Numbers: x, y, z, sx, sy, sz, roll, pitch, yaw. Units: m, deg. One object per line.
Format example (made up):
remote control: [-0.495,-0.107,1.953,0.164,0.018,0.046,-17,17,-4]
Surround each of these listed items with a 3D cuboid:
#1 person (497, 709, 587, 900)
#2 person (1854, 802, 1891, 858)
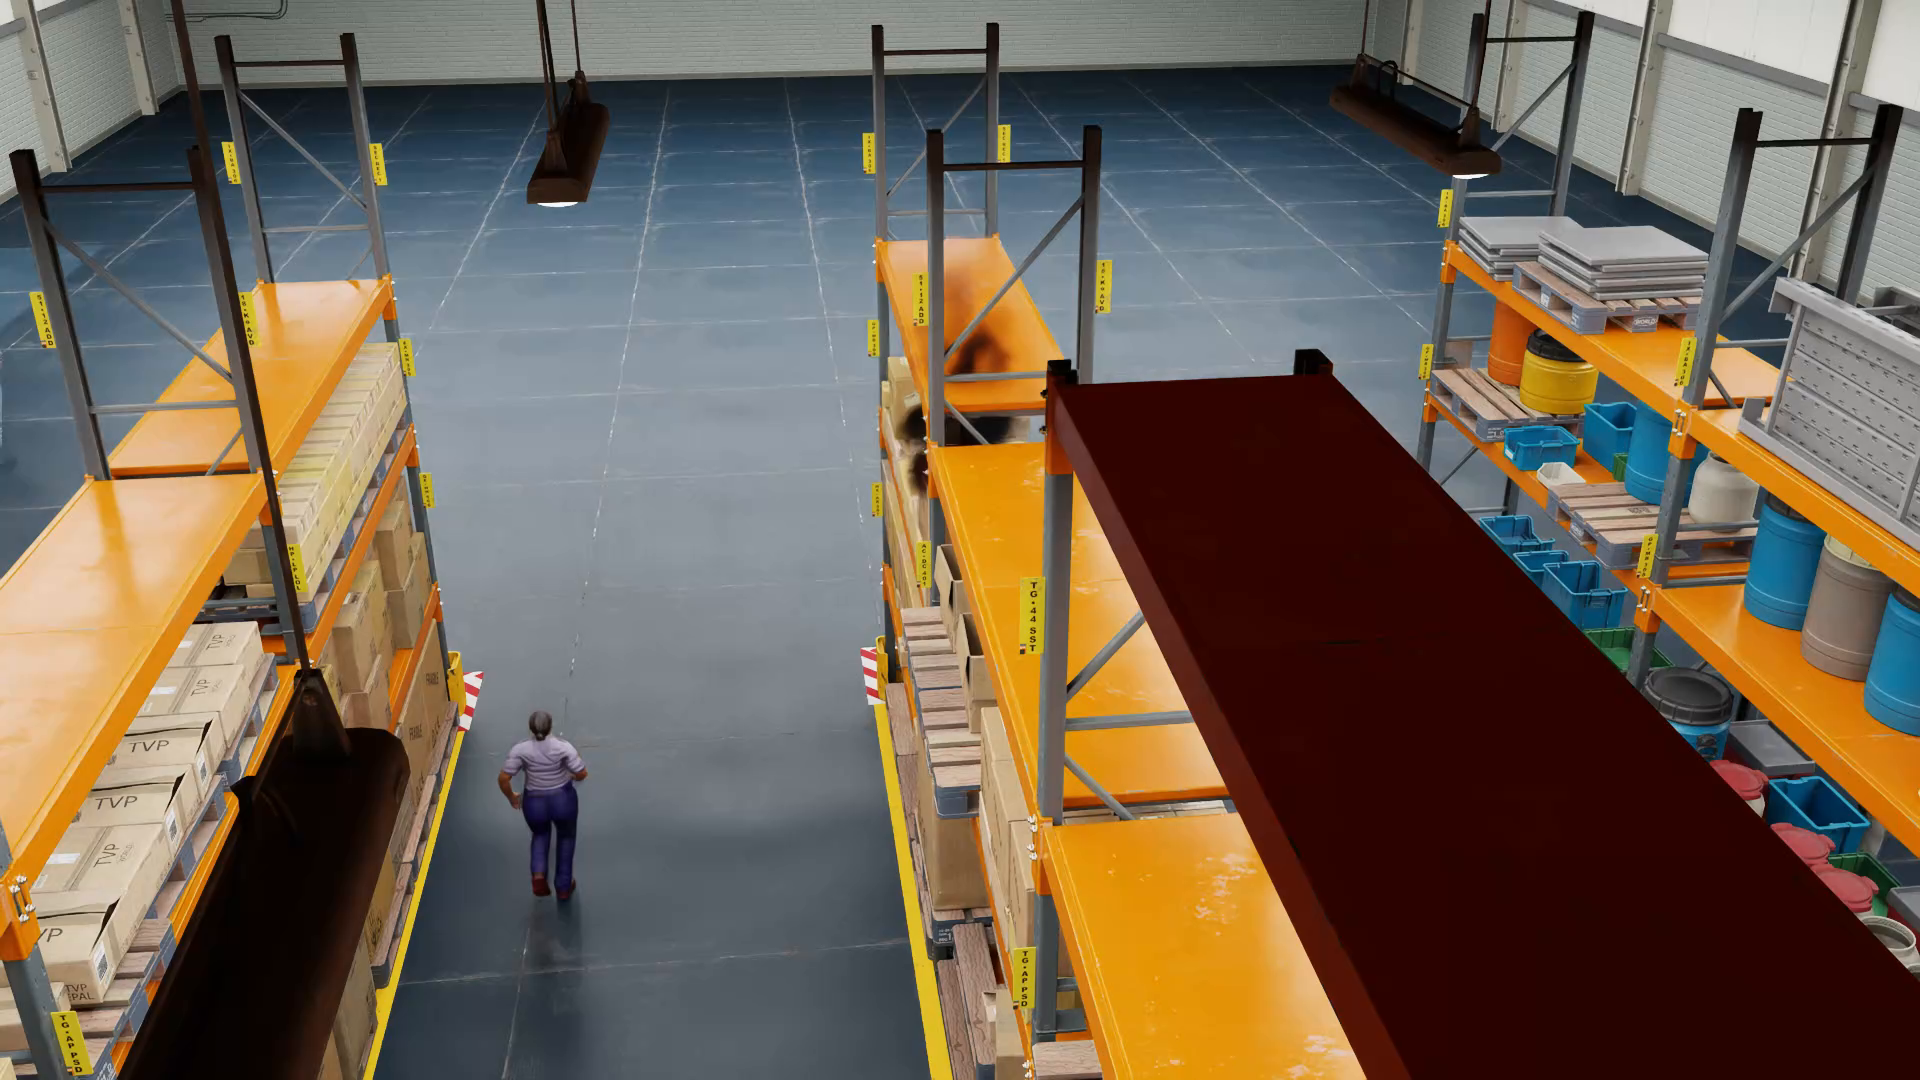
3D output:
person: [-3.105,1.977,12.515,0.640,1.606,0.548,-4,26,-8]
person: [6.782,2.030,12.234,0.611,1.681,0.914,-6,26,-13]
